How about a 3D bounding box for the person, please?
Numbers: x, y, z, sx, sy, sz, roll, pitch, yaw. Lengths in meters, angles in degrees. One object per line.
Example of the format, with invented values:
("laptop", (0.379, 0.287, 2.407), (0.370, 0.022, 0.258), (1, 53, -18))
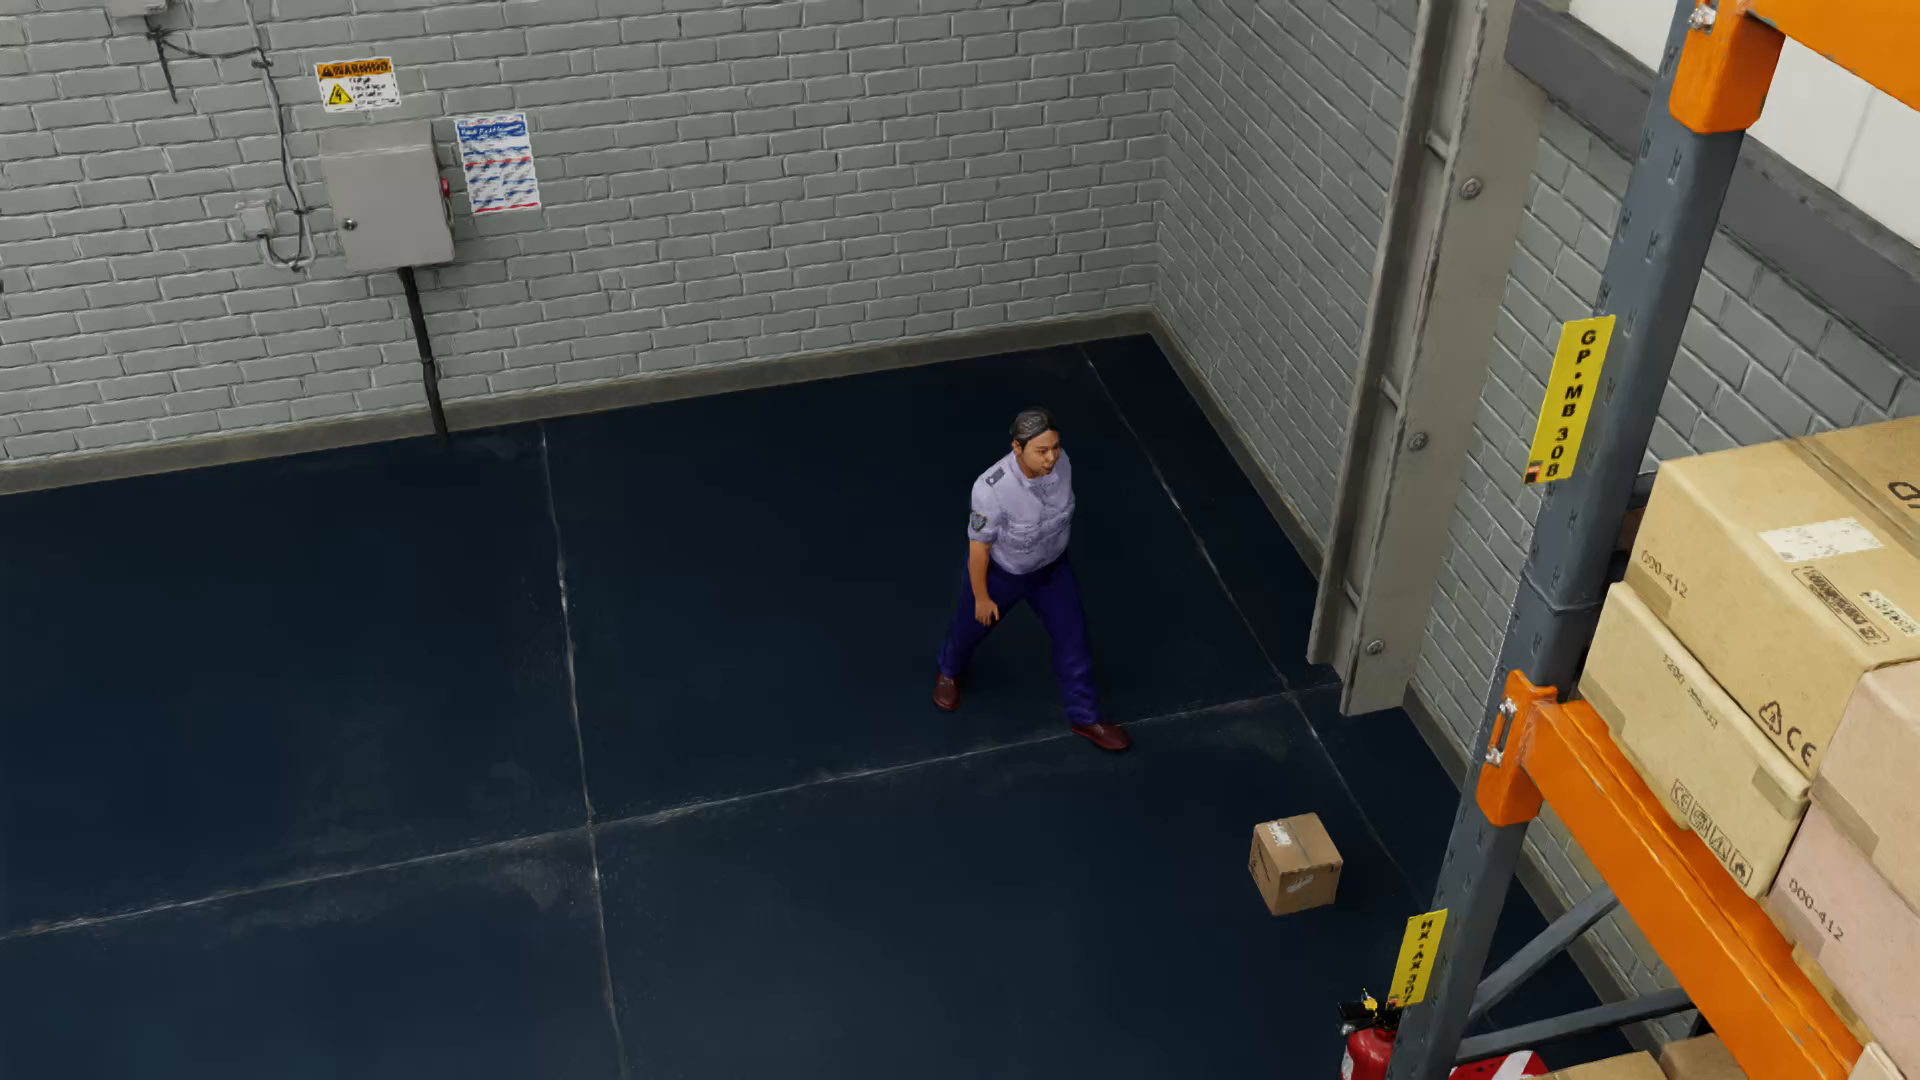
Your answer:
("person", (0.256, 0.137, 6.578), (0.522, 1.584, 0.909), (-24, 44, -27))
